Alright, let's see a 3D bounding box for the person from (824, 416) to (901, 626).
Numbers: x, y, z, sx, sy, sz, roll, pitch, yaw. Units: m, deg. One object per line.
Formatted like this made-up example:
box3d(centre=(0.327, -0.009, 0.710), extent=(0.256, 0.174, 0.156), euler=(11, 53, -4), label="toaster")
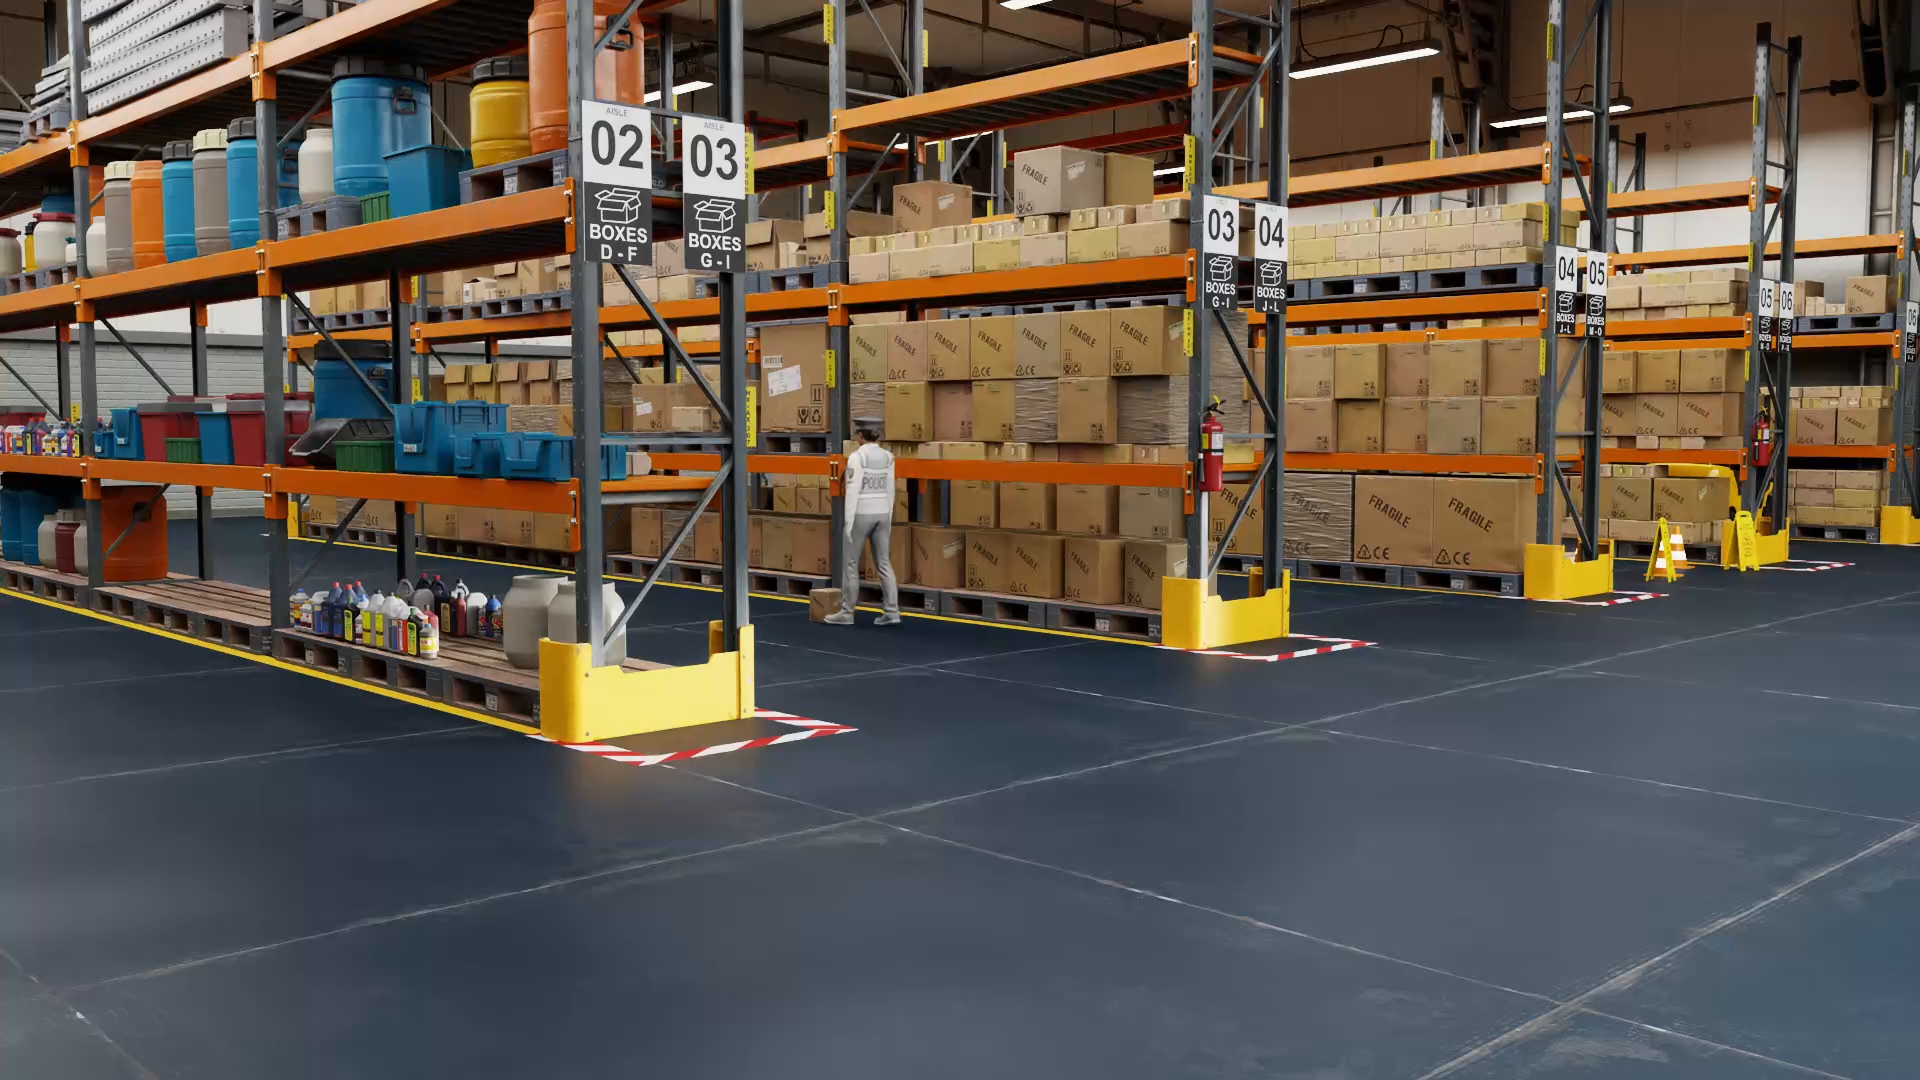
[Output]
box3d(centre=(-0.766, -0.151, 13.164), extent=(0.491, 1.666, 0.583), euler=(-4, 6, -44), label="person")
